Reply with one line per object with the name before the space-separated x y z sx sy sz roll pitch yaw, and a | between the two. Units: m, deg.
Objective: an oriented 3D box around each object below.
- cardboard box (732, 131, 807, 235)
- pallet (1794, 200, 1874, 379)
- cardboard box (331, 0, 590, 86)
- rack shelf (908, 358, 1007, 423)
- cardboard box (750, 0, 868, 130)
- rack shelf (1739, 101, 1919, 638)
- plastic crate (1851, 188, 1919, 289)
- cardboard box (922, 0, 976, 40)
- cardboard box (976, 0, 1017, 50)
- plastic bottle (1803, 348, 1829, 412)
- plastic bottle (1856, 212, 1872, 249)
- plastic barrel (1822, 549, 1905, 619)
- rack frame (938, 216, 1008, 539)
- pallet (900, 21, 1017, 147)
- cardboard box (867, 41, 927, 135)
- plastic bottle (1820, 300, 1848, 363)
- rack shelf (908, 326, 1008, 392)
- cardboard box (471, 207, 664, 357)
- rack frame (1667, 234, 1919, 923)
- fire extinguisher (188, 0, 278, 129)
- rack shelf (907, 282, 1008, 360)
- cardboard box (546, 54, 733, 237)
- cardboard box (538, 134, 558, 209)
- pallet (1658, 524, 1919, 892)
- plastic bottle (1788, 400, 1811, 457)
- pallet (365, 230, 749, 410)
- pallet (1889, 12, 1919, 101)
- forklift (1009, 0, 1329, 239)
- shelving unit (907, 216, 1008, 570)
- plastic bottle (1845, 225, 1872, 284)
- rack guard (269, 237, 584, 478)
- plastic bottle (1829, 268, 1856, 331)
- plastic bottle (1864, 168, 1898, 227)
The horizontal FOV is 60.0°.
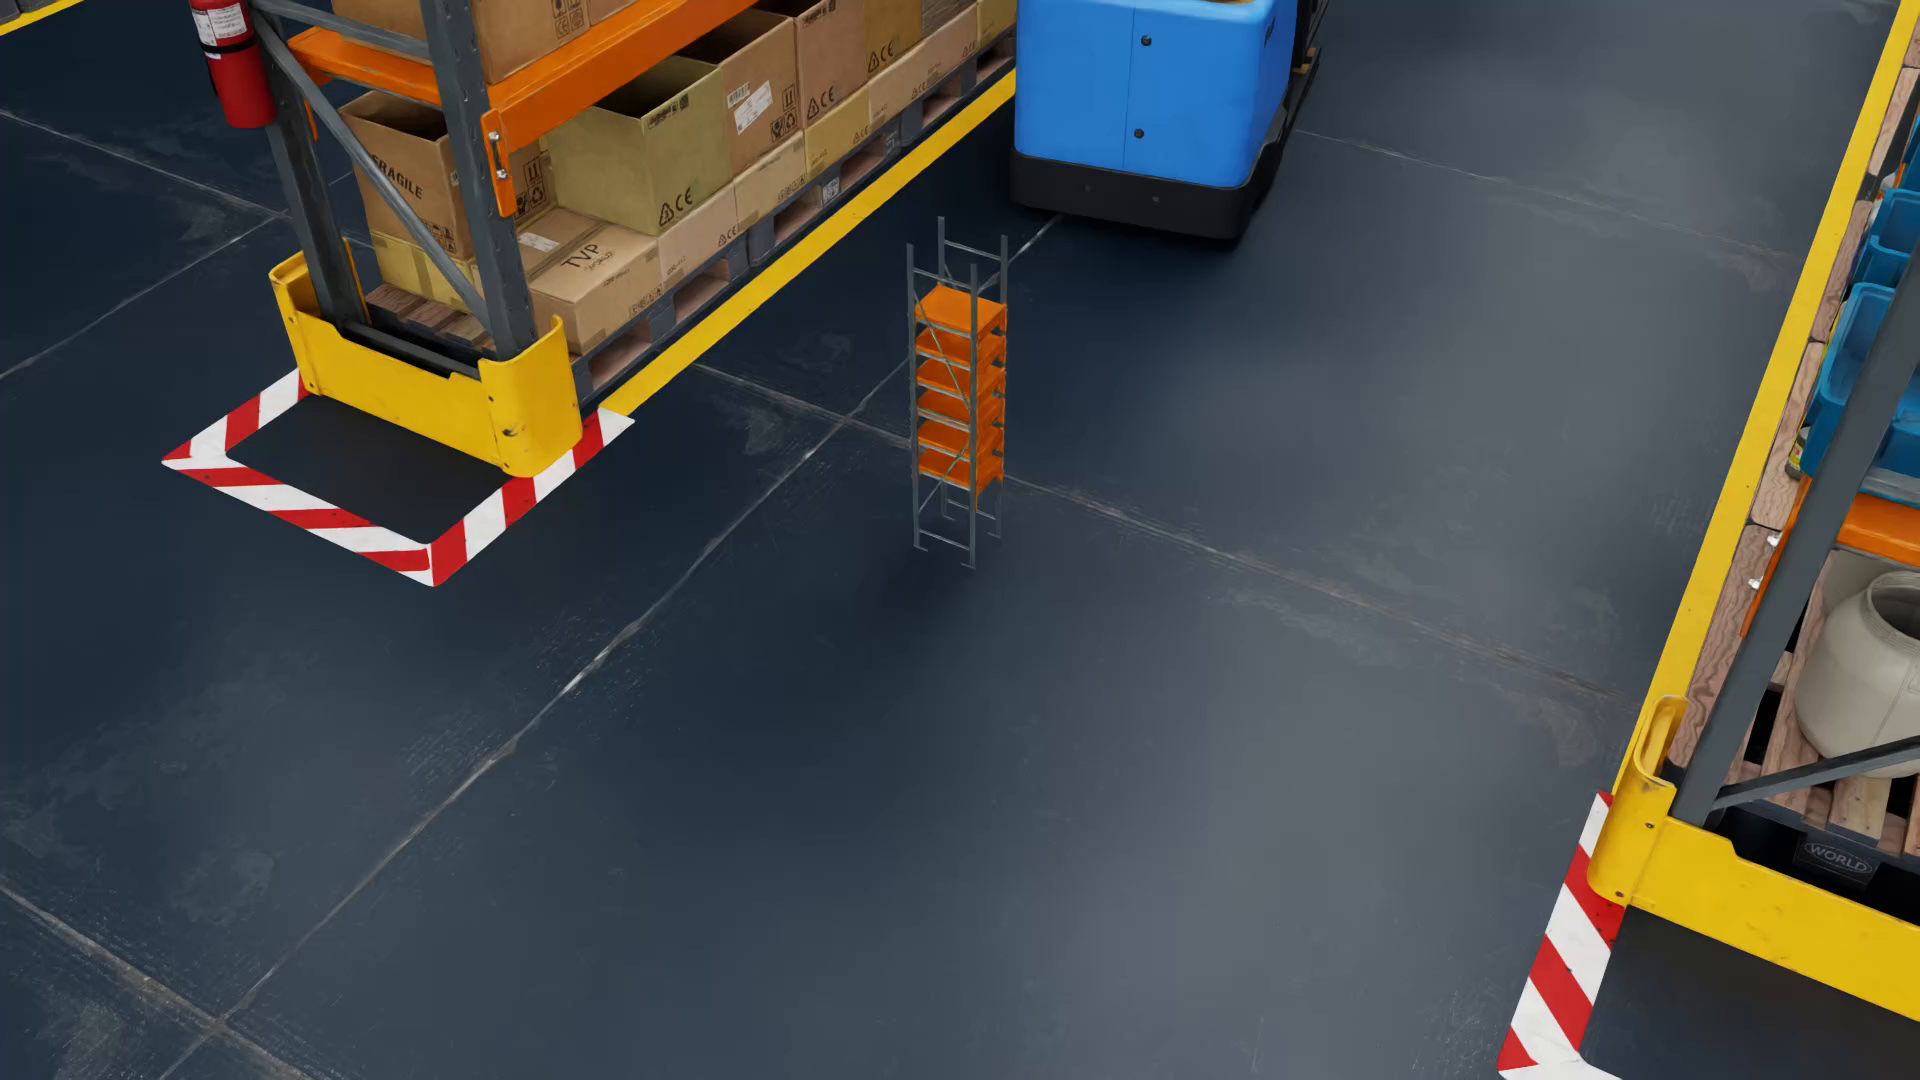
cardboard box | -0.999 -1.571 7.027 0.500 0.250 0.500 21 45 22
pallet | 3.959 -0.870 6.578 1.003 0.211 1.213 21 45 22
cardboard box | -1.713 -1.939 5.607 0.700 0.500 0.500 21 45 22
rack shelf | -0.007 -0.499 5.294 0.258 0.103 0.180 21 45 22
cardboard box | -0.744 -2.136 7.102 0.500 0.500 0.500 21 45 22
rack shelf | 3.330 -0.873 5.016 1.077 0.370 4.000 21 45 22
plastic crate | 2.650 -0.698 4.385 0.499 0.251 0.408 21 45 22
cardboard box | -0.259 -2.715 7.758 0.500 0.500 0.500 21 45 22
cardboard box | 0.001 -2.716 8.327 0.500 0.250 0.500 21 45 22
plastic bottle | 3.088 -0.552 5.835 0.152 0.276 0.135 20 45 21
plastic bottle | 3.690 -1.248 6.682 0.097 0.201 0.097 0 41 0
plastic barrel | 2.843 0.089 4.944 0.421 0.512 0.421 0 41 0
rack frame | 0.039 -0.494 5.404 0.240 1.200 0.006 21 45 22
pallet | -0.390 -2.440 8.361 1.003 0.211 1.213 21 45 22
cardboard box | -0.495 -2.142 7.675 0.500 0.250 0.500 21 45 22
plastic bottle | 3.260 -0.782 6.040 0.144 0.351 0.185 21 45 22
rack shelf | -0.007 -0.589 5.215 0.258 0.103 0.180 21 45 22
cardboard box | -1.497 -0.998 6.376 0.500 0.250 0.500 21 45 22
rack frame | 2.329 0.002 3.478 1.000 3.000 0.127 21 45 22
fire extinguisher | -2.419 -1.696 5.464 0.296 0.674 0.183 21 45 22
rack shelf | -0.007 -0.679 5.135 0.258 0.103 0.180 21 45 22
cardboard box | -1.248 -1.566 6.454 0.500 0.500 0.500 21 45 22
cardboard box | -1.705 -1.459 6.900 0.500 0.250 0.500 21 45 22
pallet | 2.738 0.526 4.993 1.003 0.211 1.213 21 45 22
plastic bottle | 2.911 -0.413 5.672 0.061 0.283 0.133 22 46 23
pallet | -1.611 -1.044 6.775 1.003 0.211 1.213 21 45 22
pallet | 5.300 -2.404 8.320 1.003 0.211 1.213 21 45 22
forklift | 1.179 -3.369 7.358 1.130 2.935 3.031 13 43 14
shelving unit | -0.007 -0.442 5.344 0.258 1.200 0.189 21 45 22
plastic bottle | 3.568 -1.133 6.439 0.144 0.351 0.185 22 46 23
rack guard | -1.970 -0.687 6.152 1.175 0.500 0.348 21 45 22
plastic bottle | 3.354 -0.919 6.247 0.061 0.283 0.133 23 46 24
plastic bottle | 3.792 -1.391 6.791 0.097 0.271 0.097 0 41 0
